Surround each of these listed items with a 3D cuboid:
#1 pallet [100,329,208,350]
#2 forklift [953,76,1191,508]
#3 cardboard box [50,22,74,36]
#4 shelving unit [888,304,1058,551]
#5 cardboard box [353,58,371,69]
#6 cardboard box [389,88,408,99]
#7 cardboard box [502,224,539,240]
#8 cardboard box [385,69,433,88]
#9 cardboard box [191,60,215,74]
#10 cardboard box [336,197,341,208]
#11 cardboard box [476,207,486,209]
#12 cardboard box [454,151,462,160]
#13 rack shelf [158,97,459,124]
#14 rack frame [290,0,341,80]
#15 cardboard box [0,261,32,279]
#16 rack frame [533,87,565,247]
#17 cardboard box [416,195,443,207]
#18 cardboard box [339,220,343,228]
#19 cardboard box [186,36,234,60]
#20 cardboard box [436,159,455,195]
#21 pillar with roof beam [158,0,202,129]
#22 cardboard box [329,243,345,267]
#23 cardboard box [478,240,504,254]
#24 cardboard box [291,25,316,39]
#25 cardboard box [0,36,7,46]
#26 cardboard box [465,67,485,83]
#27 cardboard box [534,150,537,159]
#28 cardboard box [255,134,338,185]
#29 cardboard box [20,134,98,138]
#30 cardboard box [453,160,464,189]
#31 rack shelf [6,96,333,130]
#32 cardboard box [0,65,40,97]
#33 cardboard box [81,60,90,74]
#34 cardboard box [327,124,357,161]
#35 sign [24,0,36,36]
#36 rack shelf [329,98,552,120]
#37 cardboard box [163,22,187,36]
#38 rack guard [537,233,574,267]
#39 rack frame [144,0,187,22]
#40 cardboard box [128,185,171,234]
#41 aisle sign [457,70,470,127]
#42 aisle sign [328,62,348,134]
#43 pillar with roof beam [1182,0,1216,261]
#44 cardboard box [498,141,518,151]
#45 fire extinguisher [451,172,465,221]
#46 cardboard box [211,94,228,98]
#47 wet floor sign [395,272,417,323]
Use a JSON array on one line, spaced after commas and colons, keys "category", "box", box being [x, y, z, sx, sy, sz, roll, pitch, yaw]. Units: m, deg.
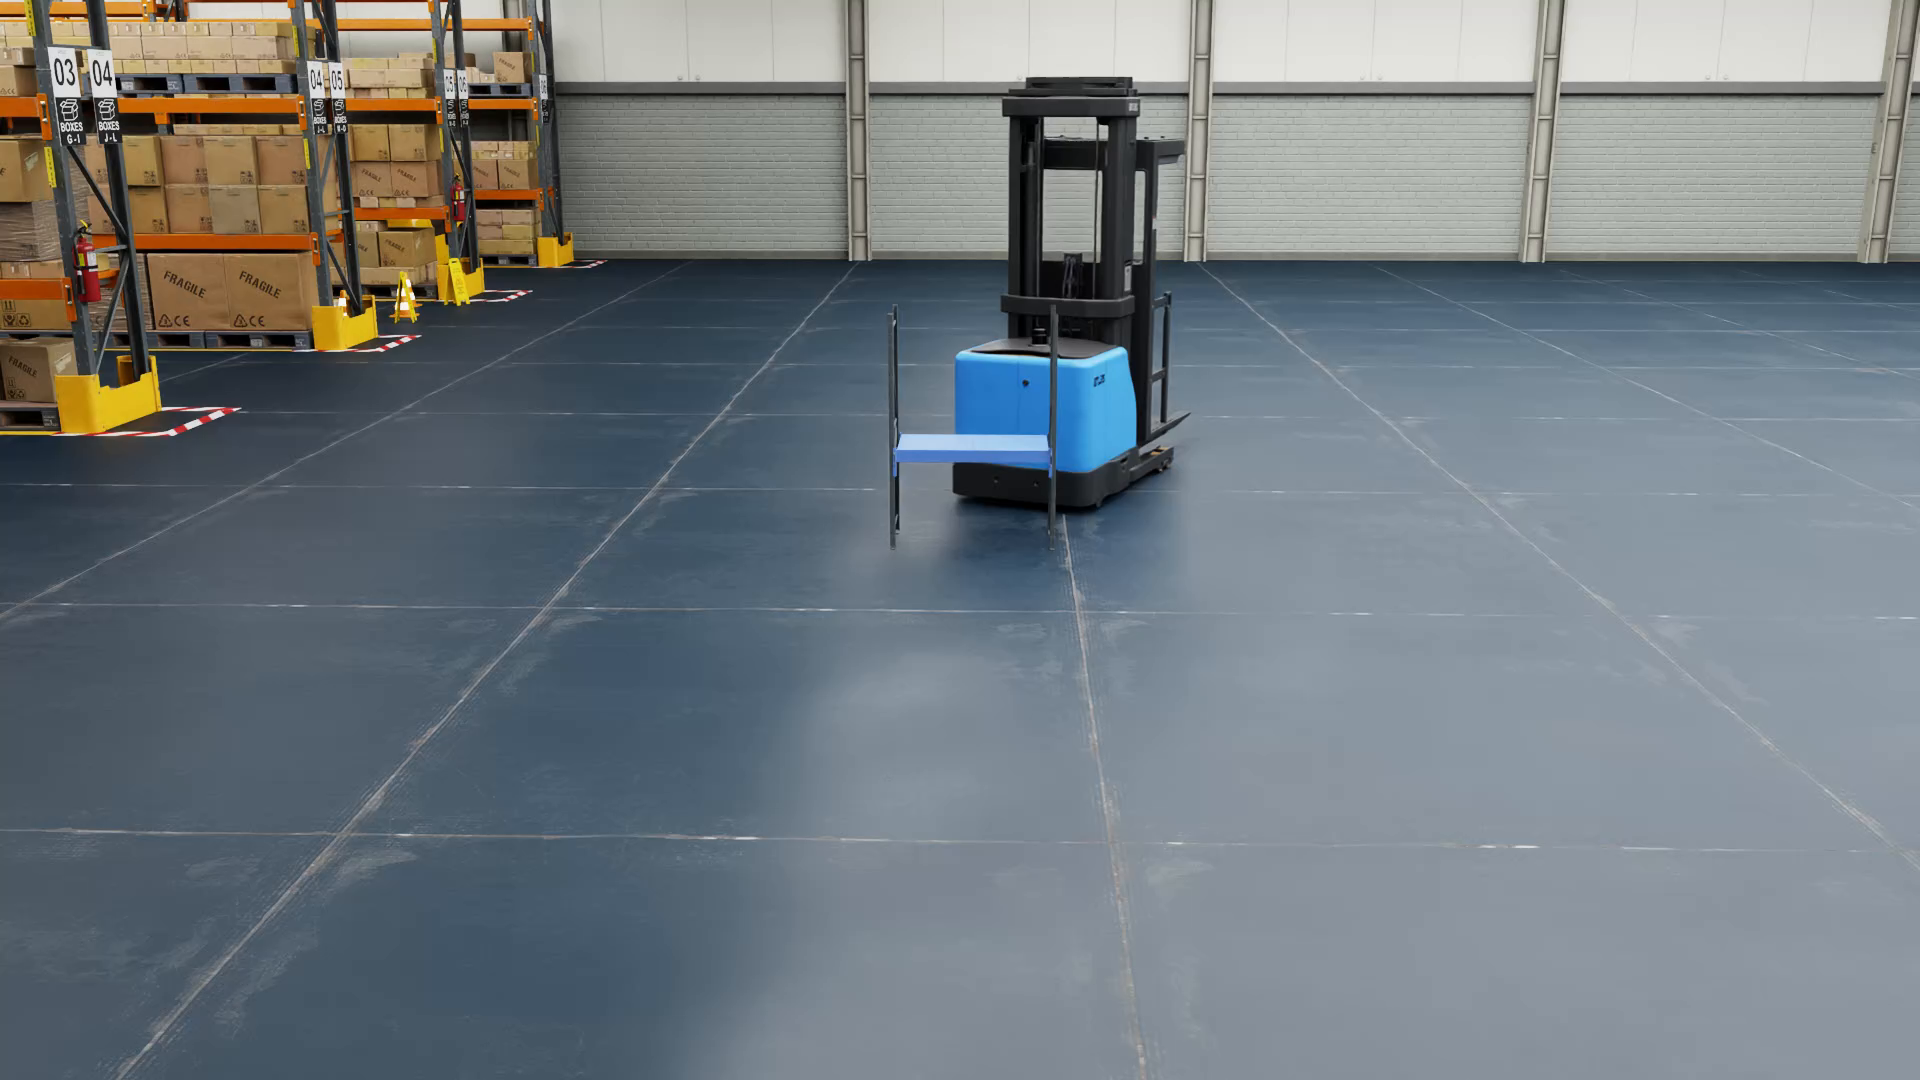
[{"category": "pallet", "box": [-9.288, -2.425, 19.617, 1.213, 0.211, 1.003, 0, 15, 1]}, {"category": "forklift", "box": [1.019, -1.973, 12.573, 1.130, 2.935, 3.031, 7, 16, 24]}, {"category": "cardboard box", "box": [-9.894, -5.676, 18.504, 0.250, 0.149, 0.380, 1, 15, 2]}, {"category": "shelving unit", "box": [0.085, -0.725, 10.647, 1.048, 1.500, 0.538, 0, 15, 1]}, {"category": "cardboard box", "box": [-8.355, -6.707, 23.431, 0.250, 0.149, 0.380, 0, 15, 2]}, {"category": "cardboard box", "box": [-7.858, -6.295, 23.434, 0.250, 0.149, 0.380, 0, 15, 2]}, {"category": "cardboard box", "box": [-7.616, -5.347, 28.813, 0.500, 0.250, 0.500, 0, 15, 1]}, {"category": "cardboard box", "box": [-7.763, -6.499, 23.422, 0.500, 0.250, 0.500, 0, 15, 1]}, {"category": "cardboard box", "box": [-8.372, -5.280, 18.568, 0.250, 0.149, 0.380, 1, 15, 2]}, {"category": "cardboard box", "box": [-8.904, -4.859, 23.870, 0.250, 0.149, 0.380, 0, 15, 1]}, {"category": "cardboard box", "box": [-8.596, -5.725, 29.266, 0.500, 0.250, 0.500, 0, 15, 1]}, {"category": "cardboard box", "box": [-8.505, -6.607, 28.533, 0.250, 0.149, 0.380, 0, 15, 0]}, {"category": "rack shelf", "box": [-9.244, -6.158, 23.830, 4.000, 0.370, 1.077, 0, 15, 1]}, {"category": "rack frame", "box": [-7.270, -6.680, 18.519, 0.127, 3.000, 1.000, 0, 15, 1]}, {"category": "cardboard box", "box": [-8.038, -2.345, 14.339, 0.250, 0.149, 0.380, 0, 15, 1]}, {"category": "rack frame", "box": [-7.122, -6.308, 28.870, 0.127, 3.000, 1.000, 0, 15, 1]}, {"category": "cardboard box", "box": [-7.624, -4.869, 23.906, 0.250, 0.149, 0.380, 1, 15, 3]}, {"category": "cardboard box", "box": [-8.935, -4.521, 23.920, 0.250, 0.149, 0.380, 1, 15, 4]}, {"category": "cardboard box", "box": [-8.267, -5.488, 18.572, 0.500, 0.250, 0.500, 0, 15, 2]}, {"category": "cardboard box", "box": [-7.711, -5.308, 24.301, 0.500, 0.500, 0.500, 0, 15, 1]}, {"category": "pillar with roof beam", "box": [-13.903, -8.385, 24.980, 0.400, 9.000, 9.100, 0, 15, 1]}, {"category": "cardboard box", "box": [-9.078, -4.225, 24.070, 0.500, 0.500, 0.500, 0, 15, 0]}, {"category": "cardboard box", "box": [-8.096, -5.110, 28.895, 0.500, 0.250, 0.500, 0, 15, 1]}, {"category": "cardboard box", "box": [-7.596, -5.828, 19.082, 0.250, 0.149, 0.380, 1, 15, 2]}, {"category": "cardboard box", "box": [-10.787, -5.504, 18.633, 0.500, 0.250, 0.500, 0, 15, 2]}, {"category": "cardboard box", "box": [-8.211, -7.875, 28.171, 0.258, 0.266, 0.396, 0, 15, 2]}, {"category": "cardboard box", "box": [-7.454, -6.739, 29.033, 0.250, 0.149, 0.380, 0, 15, 0]}, {"category": "cardboard box", "box": [-7.640, -4.386, 19.174, 0.550, 0.550, 0.875, 0, 15, 1]}, {"category": "cardboard box", "box": [-10.348, -4.415, 19.283, 0.550, 0.550, 0.875, 0, 15, 1]}, {"category": "cardboard box", "box": [-8.651, -6.302, 28.649, 0.500, 0.500, 0.500, 0, 15, 0]}, {"category": "rack shelf", "box": [-9.269, -4.895, 19.043, 4.000, 0.370, 1.077, 0, 15, 1]}, {"category": "cardboard box", "box": [-7.986, -3.831, 13.896, 0.500, 0.250, 0.500, 1, 15, 3]}, {"category": "cardboard box", "box": [-9.640, -5.289, 18.599, 0.250, 0.149, 0.380, 0, 15, 1]}, {"category": "cardboard box", "box": [-8.779, -5.648, 23.628, 0.500, 0.500, 0.700, 0, 15, 1]}, {"category": "sign", "box": [-7.532, -4.252, 13.461, 0.005, 0.325, 0.100, 0, 15, 1]}, {"category": "rack shelf", "box": [-9.121, -7.424, 28.628, 4.000, 0.370, 1.077, 0, 15, 1]}, {"category": "cardboard box", "box": [-8.630, -5.668, 18.472, 0.250, 0.149, 0.380, 0, 15, 2]}, {"category": "rack guard", "box": [-7.098, -5.099, 29.188, 0.348, 0.500, 1.175, 0, 15, 1]}, {"category": "rack frame", "box": [-11.243, -7.969, 23.405, 0.127, 3.000, 1.000, 0, 15, 1]}, {"category": "cardboard box", "box": [-9.280, -3.869, 19.332, 0.500, 0.550, 0.875, 0, 15, 1]}, {"category": "aisle sign", "box": [-7.175, -6.378, 24.038, 0.004, 0.787, 0.394, 0, 15, 1]}, {"category": "aisle sign", "box": [-7.191, -5.112, 19.241, 0.004, 0.787, 0.394, 0, 15, 1]}, {"category": "pillar with roof beam", "box": [4.092, -8.267, 24.535, 0.400, 9.000, 9.100, 0, 15, 1]}, {"category": "cardboard box", "box": [-7.732, -6.756, 28.518, 0.250, 0.149, 0.380, 0, 15, 2]}, {"category": "fire extinguisher", "box": [-7.142, -4.887, 23.633, 0.183, 0.674, 0.296, 0, 15, 1]}, {"category": "cardboard box", "box": [-10.427, -6.343, 23.615, 0.250, 0.149, 0.380, 0, 15, 1]}, {"category": "wet floor sign", "box": [-7.191, -3.146, 21.498, 0.232, 0.644, 0.267, -2, 15, -8]}]
